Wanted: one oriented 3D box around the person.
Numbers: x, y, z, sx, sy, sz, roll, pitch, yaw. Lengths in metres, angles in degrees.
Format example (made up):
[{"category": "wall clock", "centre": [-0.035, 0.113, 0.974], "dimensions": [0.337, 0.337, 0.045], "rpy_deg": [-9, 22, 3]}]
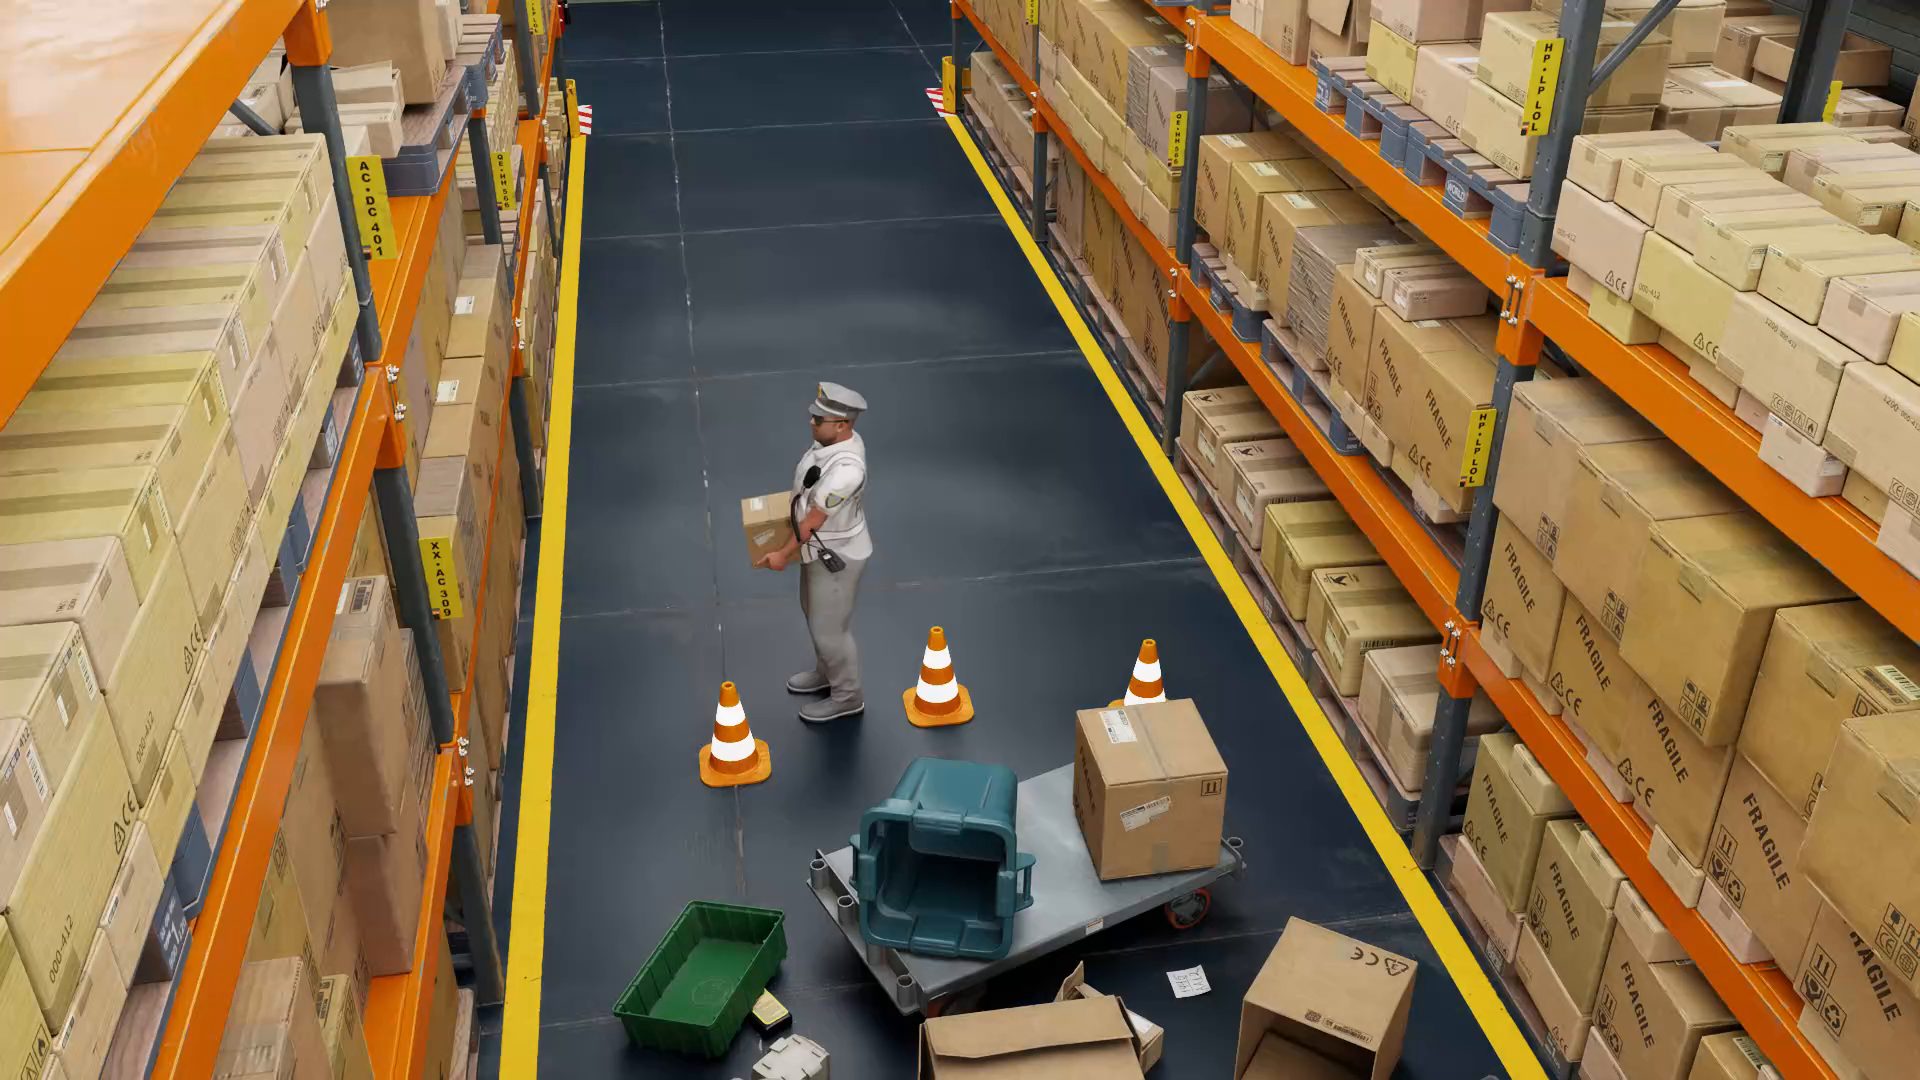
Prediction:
[{"category": "person", "centre": [-0.690, 0.054, 8.013], "dimensions": [0.564, 1.768, 0.494], "rpy_deg": [-5, 31, -9]}]
